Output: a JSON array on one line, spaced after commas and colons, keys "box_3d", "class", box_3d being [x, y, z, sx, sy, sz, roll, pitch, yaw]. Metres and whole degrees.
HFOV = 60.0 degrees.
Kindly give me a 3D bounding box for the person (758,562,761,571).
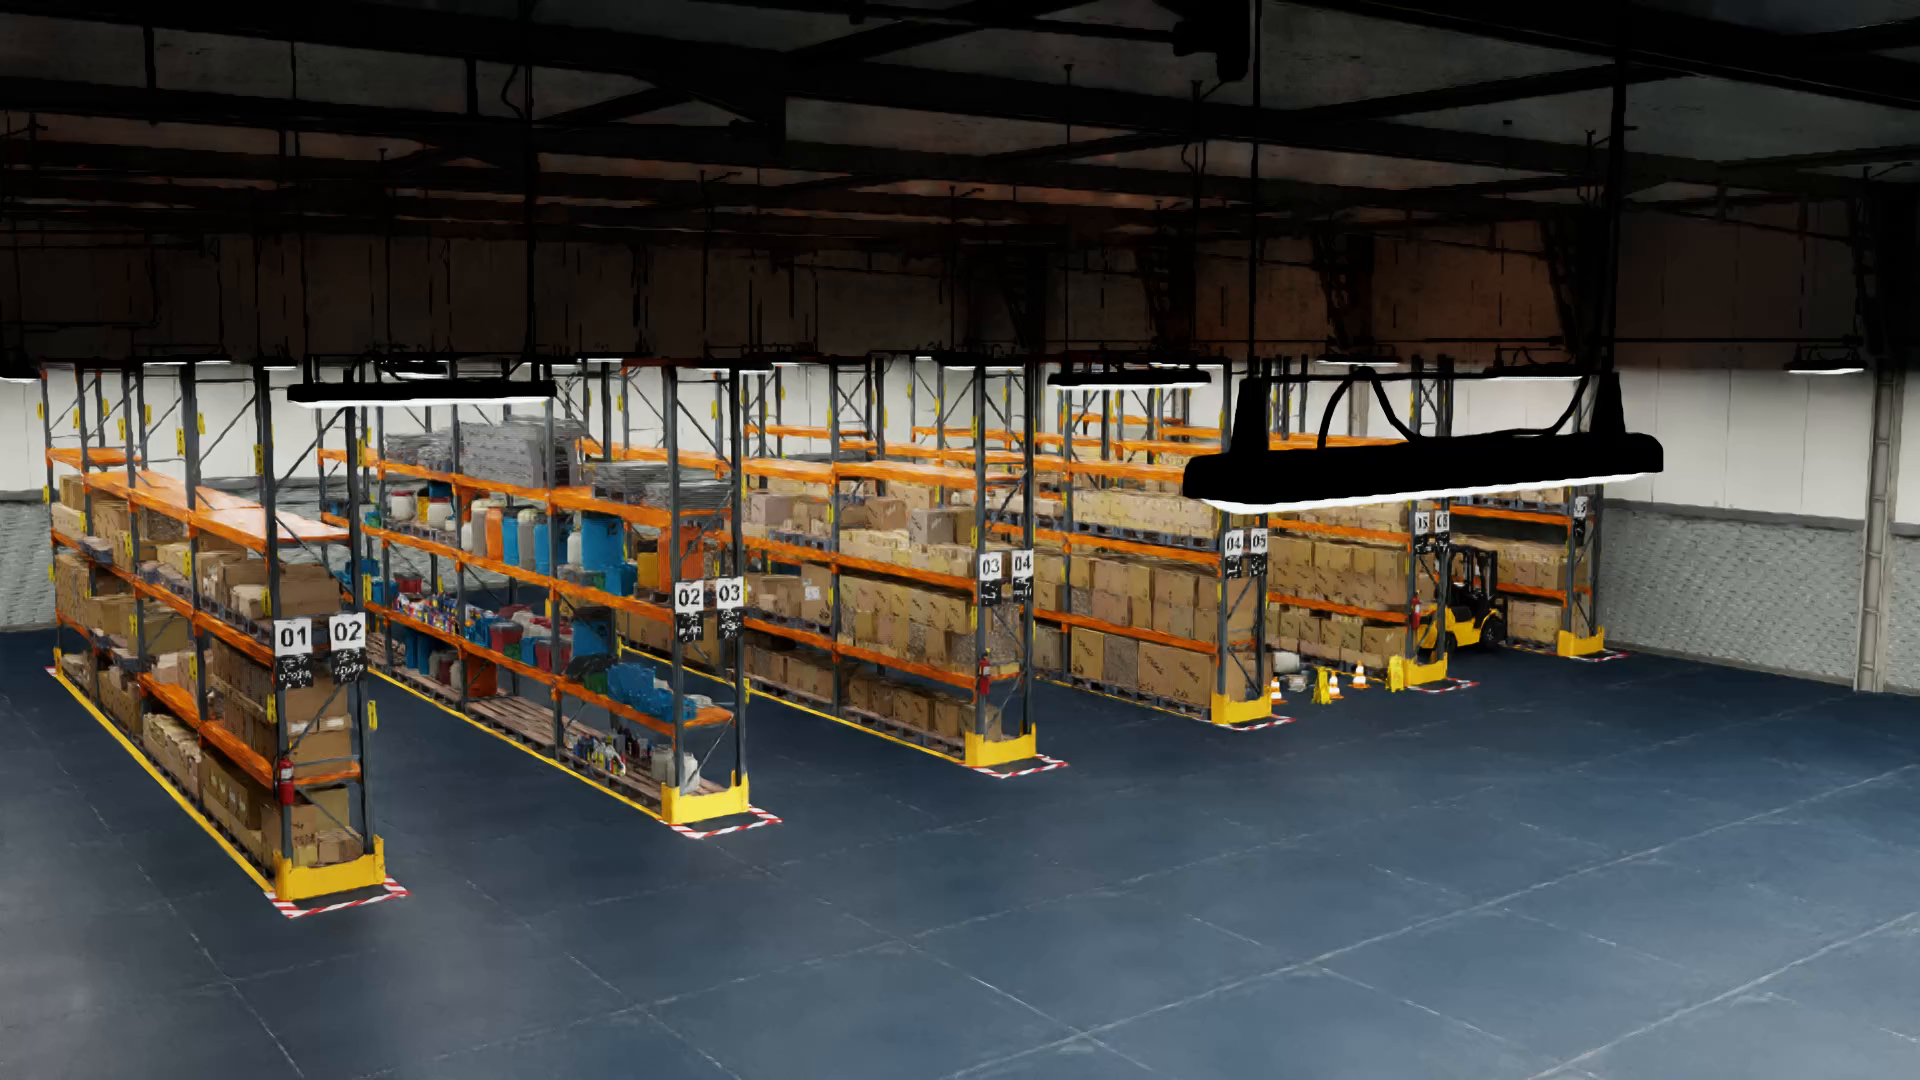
[{"box_3d": [-4.105, 1.296, 34.897, 0.591, 1.716, 1.042, -5, 9, -37], "class": "person"}]
